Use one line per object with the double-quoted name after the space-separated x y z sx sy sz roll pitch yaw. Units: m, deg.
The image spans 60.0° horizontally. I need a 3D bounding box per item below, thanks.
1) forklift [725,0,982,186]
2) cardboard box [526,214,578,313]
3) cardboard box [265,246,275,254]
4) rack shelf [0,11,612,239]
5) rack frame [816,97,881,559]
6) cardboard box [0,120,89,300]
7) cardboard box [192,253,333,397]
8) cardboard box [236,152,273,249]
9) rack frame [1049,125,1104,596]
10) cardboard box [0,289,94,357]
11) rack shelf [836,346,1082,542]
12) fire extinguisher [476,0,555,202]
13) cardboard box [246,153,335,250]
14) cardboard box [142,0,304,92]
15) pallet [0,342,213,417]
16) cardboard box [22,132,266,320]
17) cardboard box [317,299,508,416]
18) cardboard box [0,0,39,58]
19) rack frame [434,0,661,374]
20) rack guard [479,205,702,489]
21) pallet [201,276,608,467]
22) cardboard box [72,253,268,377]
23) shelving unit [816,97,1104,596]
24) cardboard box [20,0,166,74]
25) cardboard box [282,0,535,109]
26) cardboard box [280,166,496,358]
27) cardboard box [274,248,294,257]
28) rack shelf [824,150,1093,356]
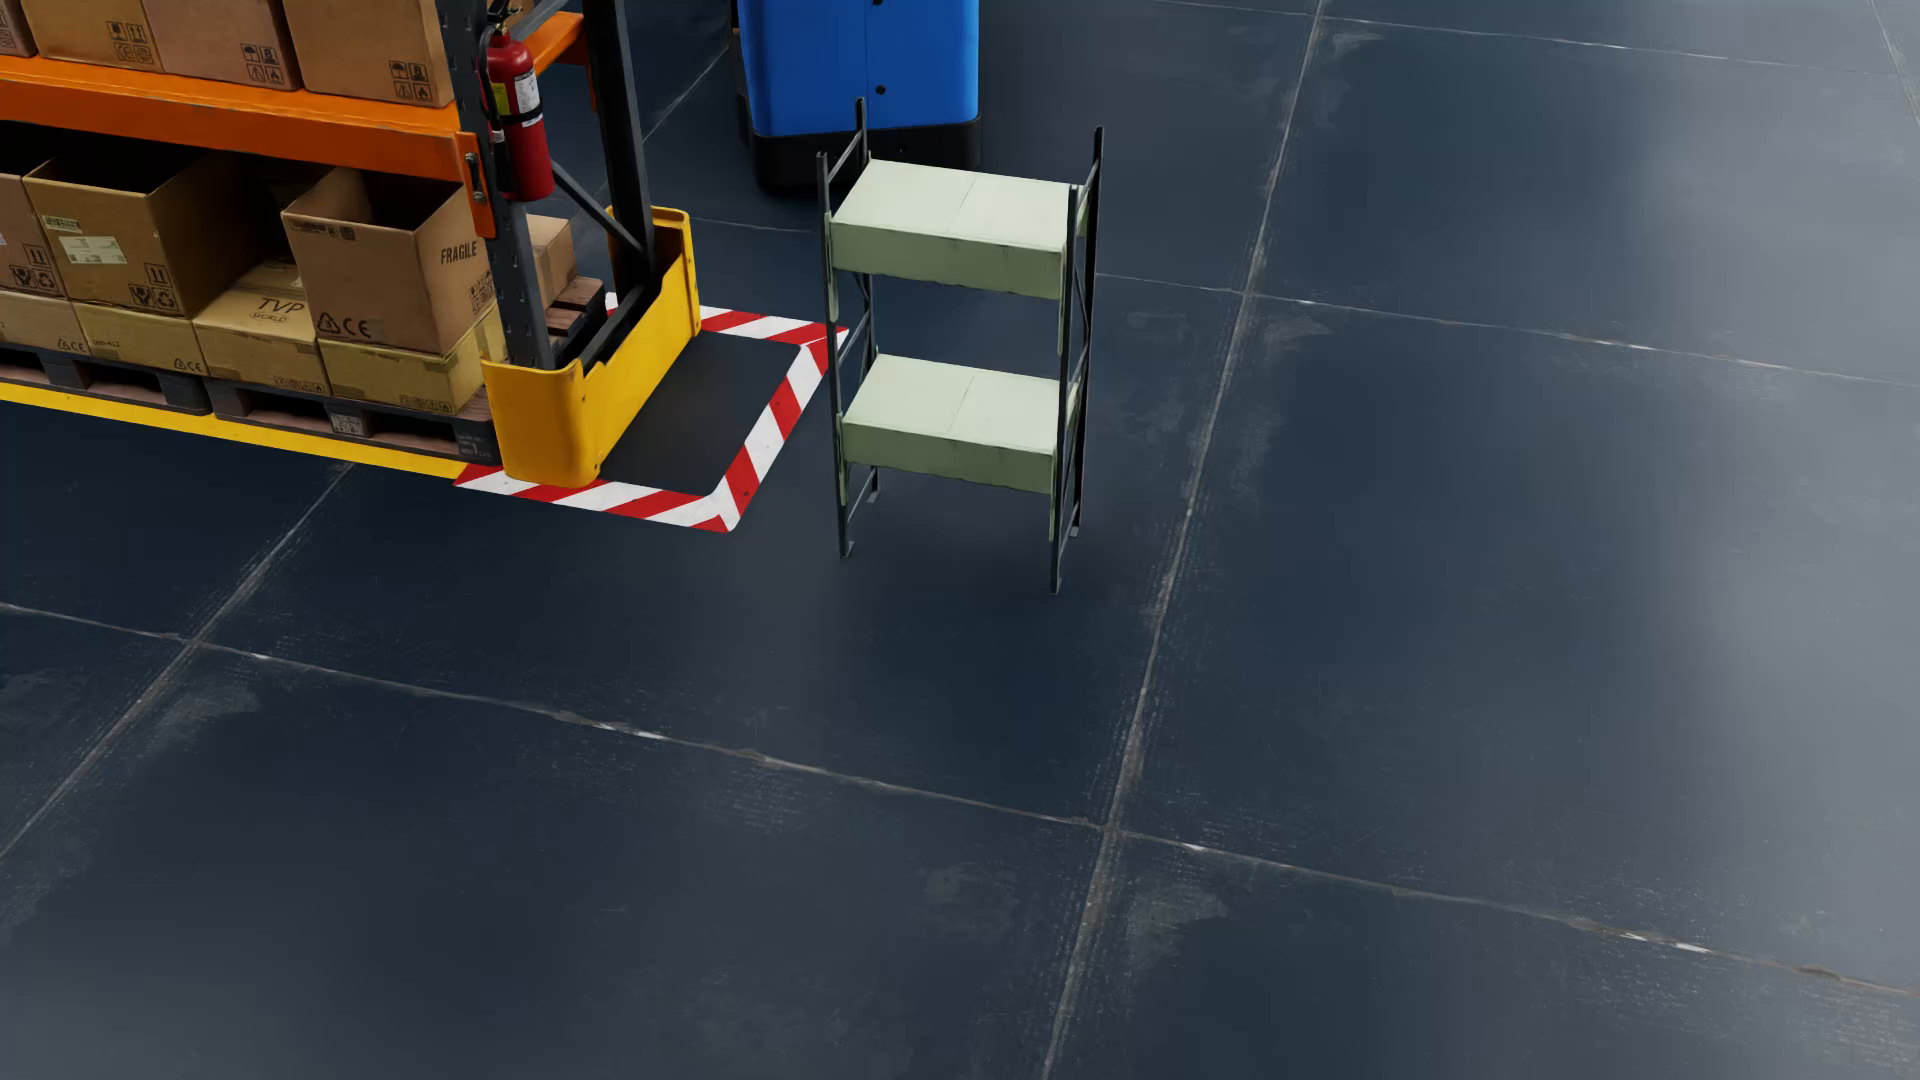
-0.649 -3.678 7.850 1.130 2.935 3.031 -6 40 -7 "forklift"
-1.840 -1.053 6.483 0.500 0.250 0.500 10 41 11 "cardboard box"
-2.807 -1.217 6.679 0.500 0.250 0.500 10 41 11 "cardboard box"
-3.312 -1.775 6.090 4.000 0.370 1.077 10 41 11 "rack shelf"
-0.347 -0.634 5.339 0.023 1.500 0.400 10 41 11 "rack frame"
-3.427 -1.258 6.144 0.500 0.500 0.500 10 41 11 "cardboard box"
-2.460 -0.807 6.190 0.500 0.250 0.500 10 41 11 "cardboard box"
-2.810 -1.497 6.429 0.500 0.500 0.500 10 41 11 "cardboard box"
0.360 -0.512 5.194 0.023 1.500 0.400 10 41 11 "rack frame"
-3.426 -0.973 6.388 0.500 0.250 0.500 10 41 11 "cardboard box"
0.006 -0.324 5.476 0.720 0.370 0.431 10 41 11 "rack shelf"
-1.386 -1.380 5.121 0.183 0.674 0.296 10 41 11 "fire extinguisher"
-2.324 -1.422 6.339 0.500 0.500 0.500 10 41 11 "cardboard box"
-2.336 -1.926 5.633 0.500 0.500 0.700 11 41 13 "cardboard box"
-3.304 -0.955 6.723 1.213 0.211 1.003 10 41 11 "pallet"
-2.945 -1.174 6.044 0.500 0.500 0.500 10 41 11 "cardboard box"
-1.974 -0.731 6.100 0.500 0.250 0.500 10 41 11 "cardboard box"
-3.324 -2.097 5.837 0.500 0.500 0.700 11 41 13 "cardboard box"
-1.380 -1.718 5.463 0.127 3.000 1.000 10 41 11 "rack frame"
-1.357 -0.757 6.262 0.348 0.500 1.175 10 41 11 "rack guard"
-2.129 -0.751 6.480 1.213 0.211 1.003 10 41 11 "pallet"
-2.944 -0.889 6.288 0.500 0.250 0.500 10 41 11 "cardboard box"
0.006 -0.573 5.266 0.755 1.500 0.431 10 41 11 "shelving unit"
-2.814 -2.012 5.736 0.500 0.500 0.700 10 41 12 "cardboard box"
-1.828 -1.842 5.533 0.500 0.500 0.700 10 41 11 "cardboard box"
-1.975 -1.017 5.857 0.500 0.500 0.500 10 41 11 "cardboard box"
-2.324 -1.134 6.579 0.500 0.250 0.500 10 41 11 "cardboard box"
0.006 -0.872 5.015 0.720 0.370 0.431 10 41 11 "rack shelf"
